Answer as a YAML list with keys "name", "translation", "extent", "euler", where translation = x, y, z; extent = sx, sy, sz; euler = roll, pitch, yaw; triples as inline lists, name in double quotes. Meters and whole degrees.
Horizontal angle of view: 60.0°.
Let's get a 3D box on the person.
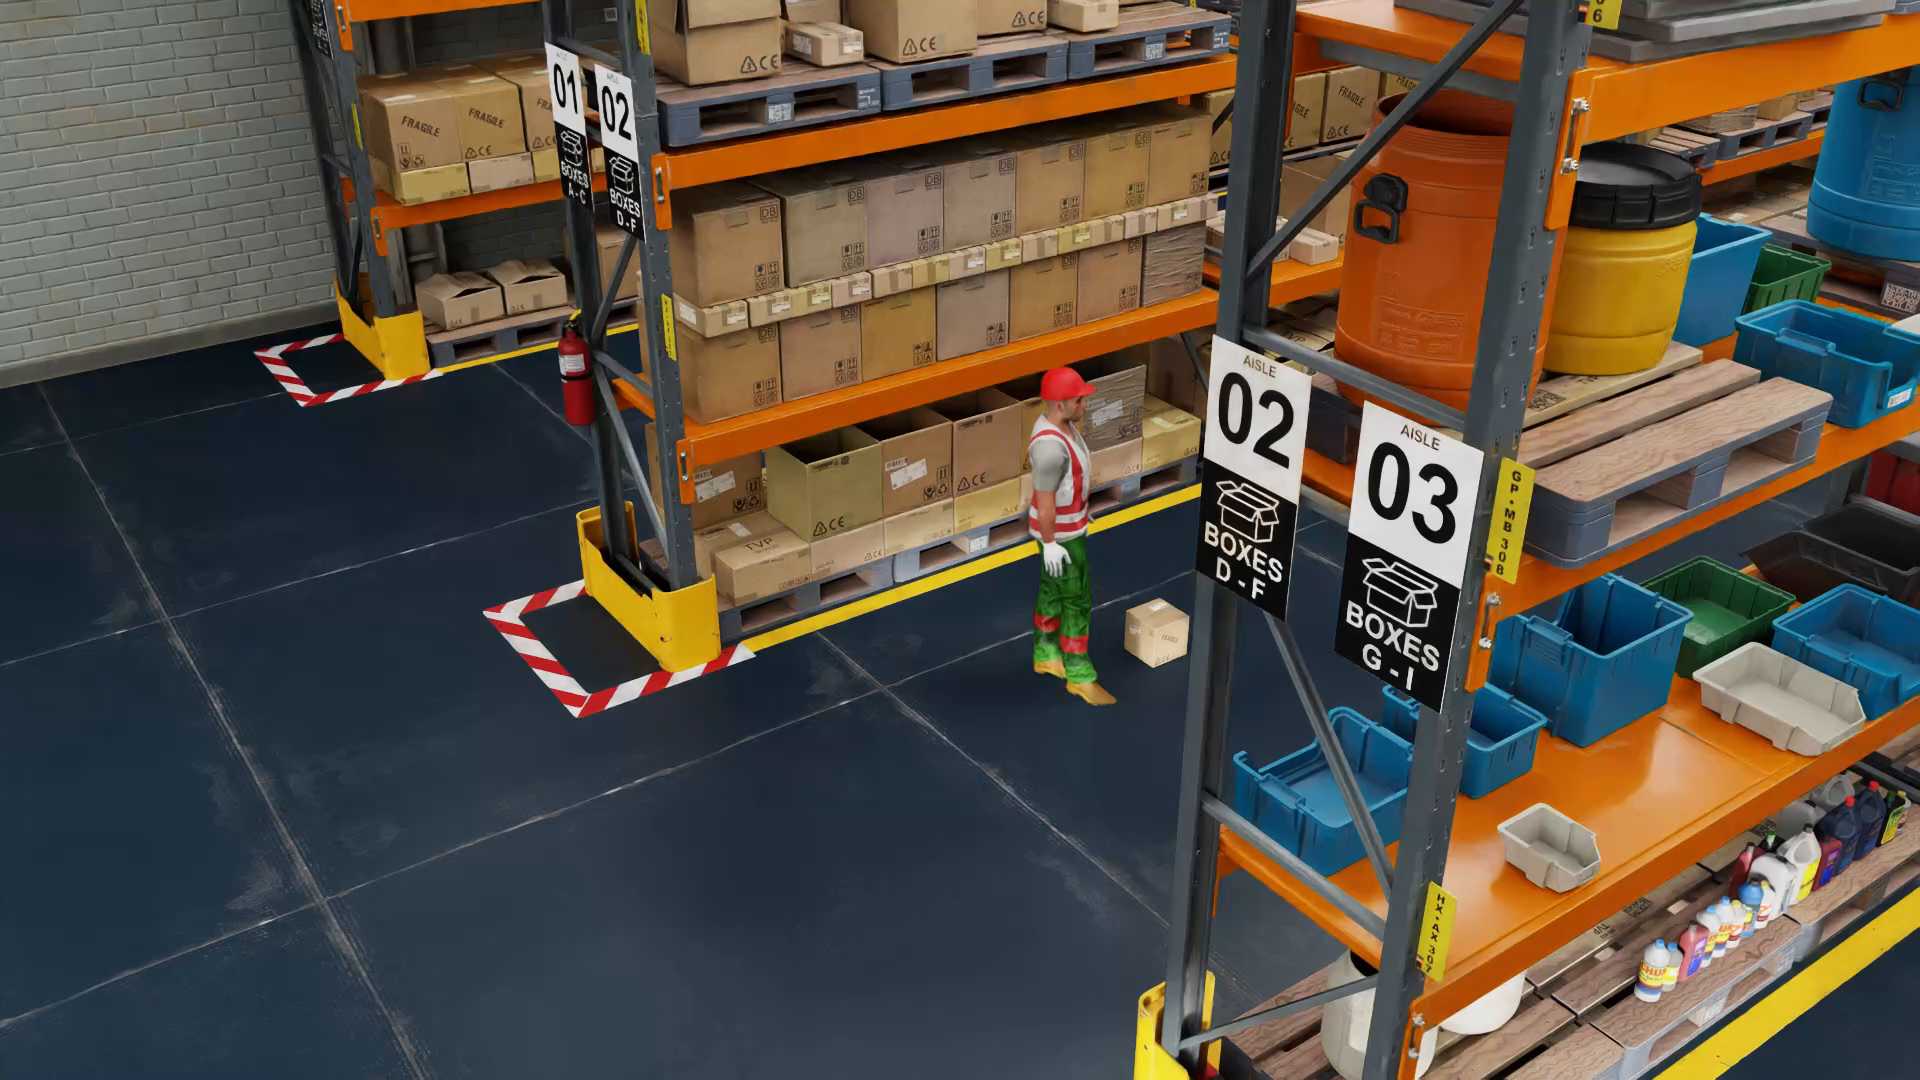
- name: "person"
  translation: [0.610, -0.038, 8.678]
  extent: [0.522, 1.815, 0.558]
  euler: [3, 29, 6]
